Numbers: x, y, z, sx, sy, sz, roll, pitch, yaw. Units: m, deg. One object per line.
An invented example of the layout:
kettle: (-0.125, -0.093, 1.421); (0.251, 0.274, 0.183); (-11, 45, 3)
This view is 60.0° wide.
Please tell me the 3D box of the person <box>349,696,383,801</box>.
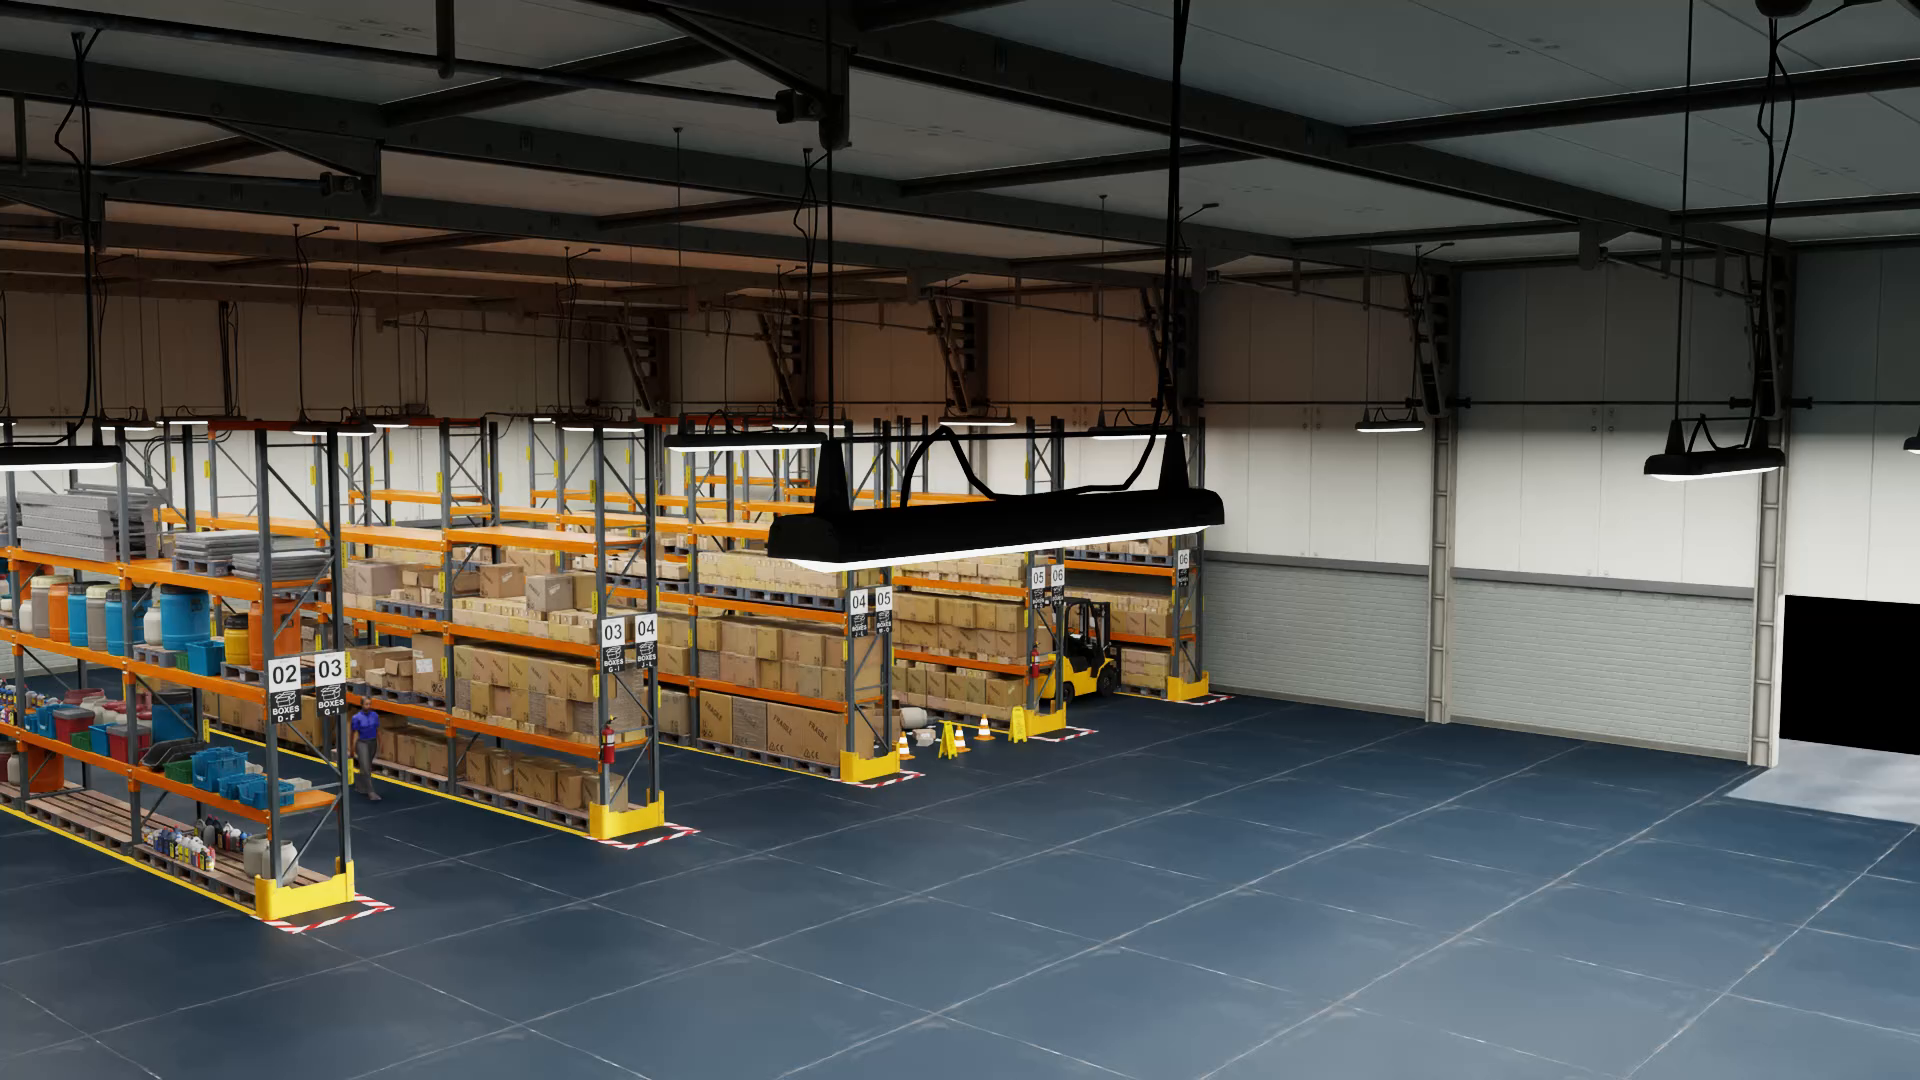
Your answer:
person: (-9.444, 3.298, 26.548); (0.946, 1.612, 0.478); (3, 6, 33)

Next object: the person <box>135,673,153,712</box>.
person: (-15.672, 2.902, 31.832); (0.525, 1.578, 0.689); (-4, 6, -37)
